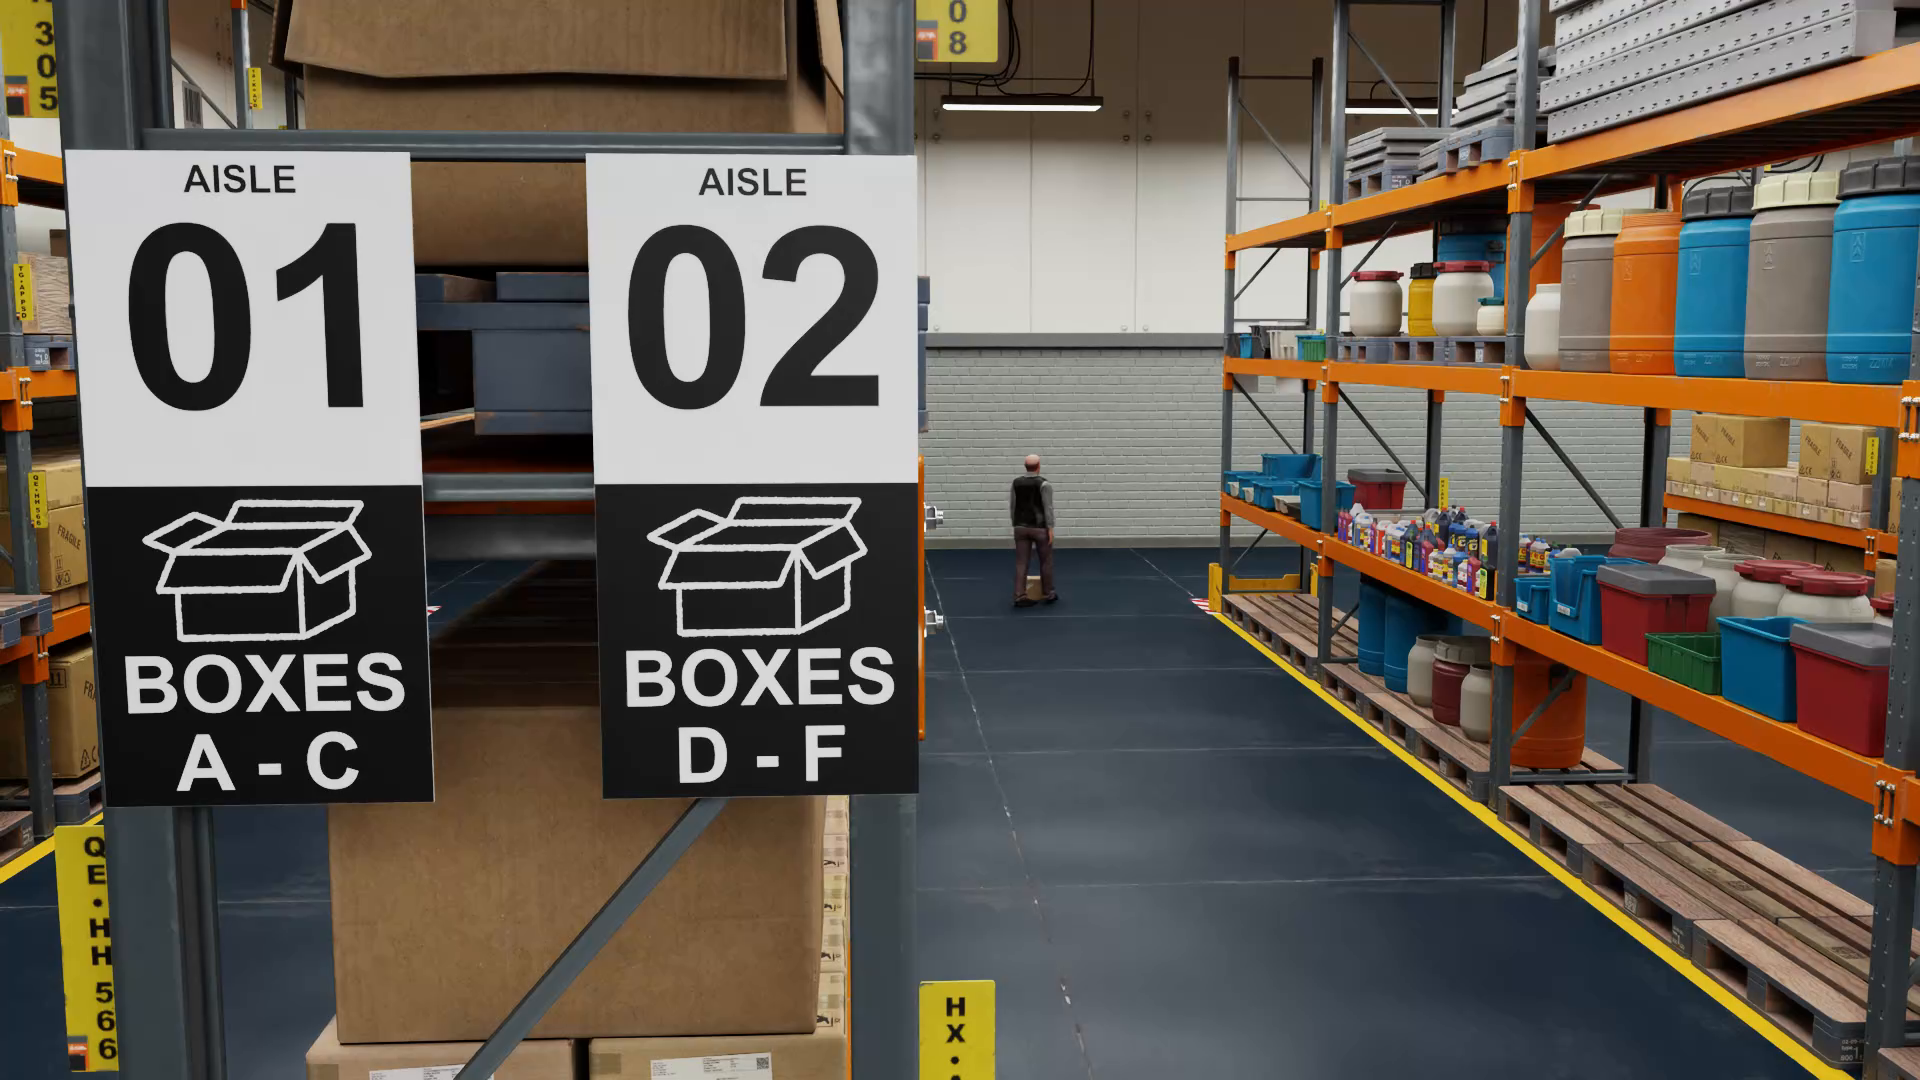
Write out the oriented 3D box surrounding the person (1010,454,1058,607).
[{"bbox_3d":[0.858,-0.121,18.841,0.538,1.716,0.670,3,8,25],"label":"person"}]
